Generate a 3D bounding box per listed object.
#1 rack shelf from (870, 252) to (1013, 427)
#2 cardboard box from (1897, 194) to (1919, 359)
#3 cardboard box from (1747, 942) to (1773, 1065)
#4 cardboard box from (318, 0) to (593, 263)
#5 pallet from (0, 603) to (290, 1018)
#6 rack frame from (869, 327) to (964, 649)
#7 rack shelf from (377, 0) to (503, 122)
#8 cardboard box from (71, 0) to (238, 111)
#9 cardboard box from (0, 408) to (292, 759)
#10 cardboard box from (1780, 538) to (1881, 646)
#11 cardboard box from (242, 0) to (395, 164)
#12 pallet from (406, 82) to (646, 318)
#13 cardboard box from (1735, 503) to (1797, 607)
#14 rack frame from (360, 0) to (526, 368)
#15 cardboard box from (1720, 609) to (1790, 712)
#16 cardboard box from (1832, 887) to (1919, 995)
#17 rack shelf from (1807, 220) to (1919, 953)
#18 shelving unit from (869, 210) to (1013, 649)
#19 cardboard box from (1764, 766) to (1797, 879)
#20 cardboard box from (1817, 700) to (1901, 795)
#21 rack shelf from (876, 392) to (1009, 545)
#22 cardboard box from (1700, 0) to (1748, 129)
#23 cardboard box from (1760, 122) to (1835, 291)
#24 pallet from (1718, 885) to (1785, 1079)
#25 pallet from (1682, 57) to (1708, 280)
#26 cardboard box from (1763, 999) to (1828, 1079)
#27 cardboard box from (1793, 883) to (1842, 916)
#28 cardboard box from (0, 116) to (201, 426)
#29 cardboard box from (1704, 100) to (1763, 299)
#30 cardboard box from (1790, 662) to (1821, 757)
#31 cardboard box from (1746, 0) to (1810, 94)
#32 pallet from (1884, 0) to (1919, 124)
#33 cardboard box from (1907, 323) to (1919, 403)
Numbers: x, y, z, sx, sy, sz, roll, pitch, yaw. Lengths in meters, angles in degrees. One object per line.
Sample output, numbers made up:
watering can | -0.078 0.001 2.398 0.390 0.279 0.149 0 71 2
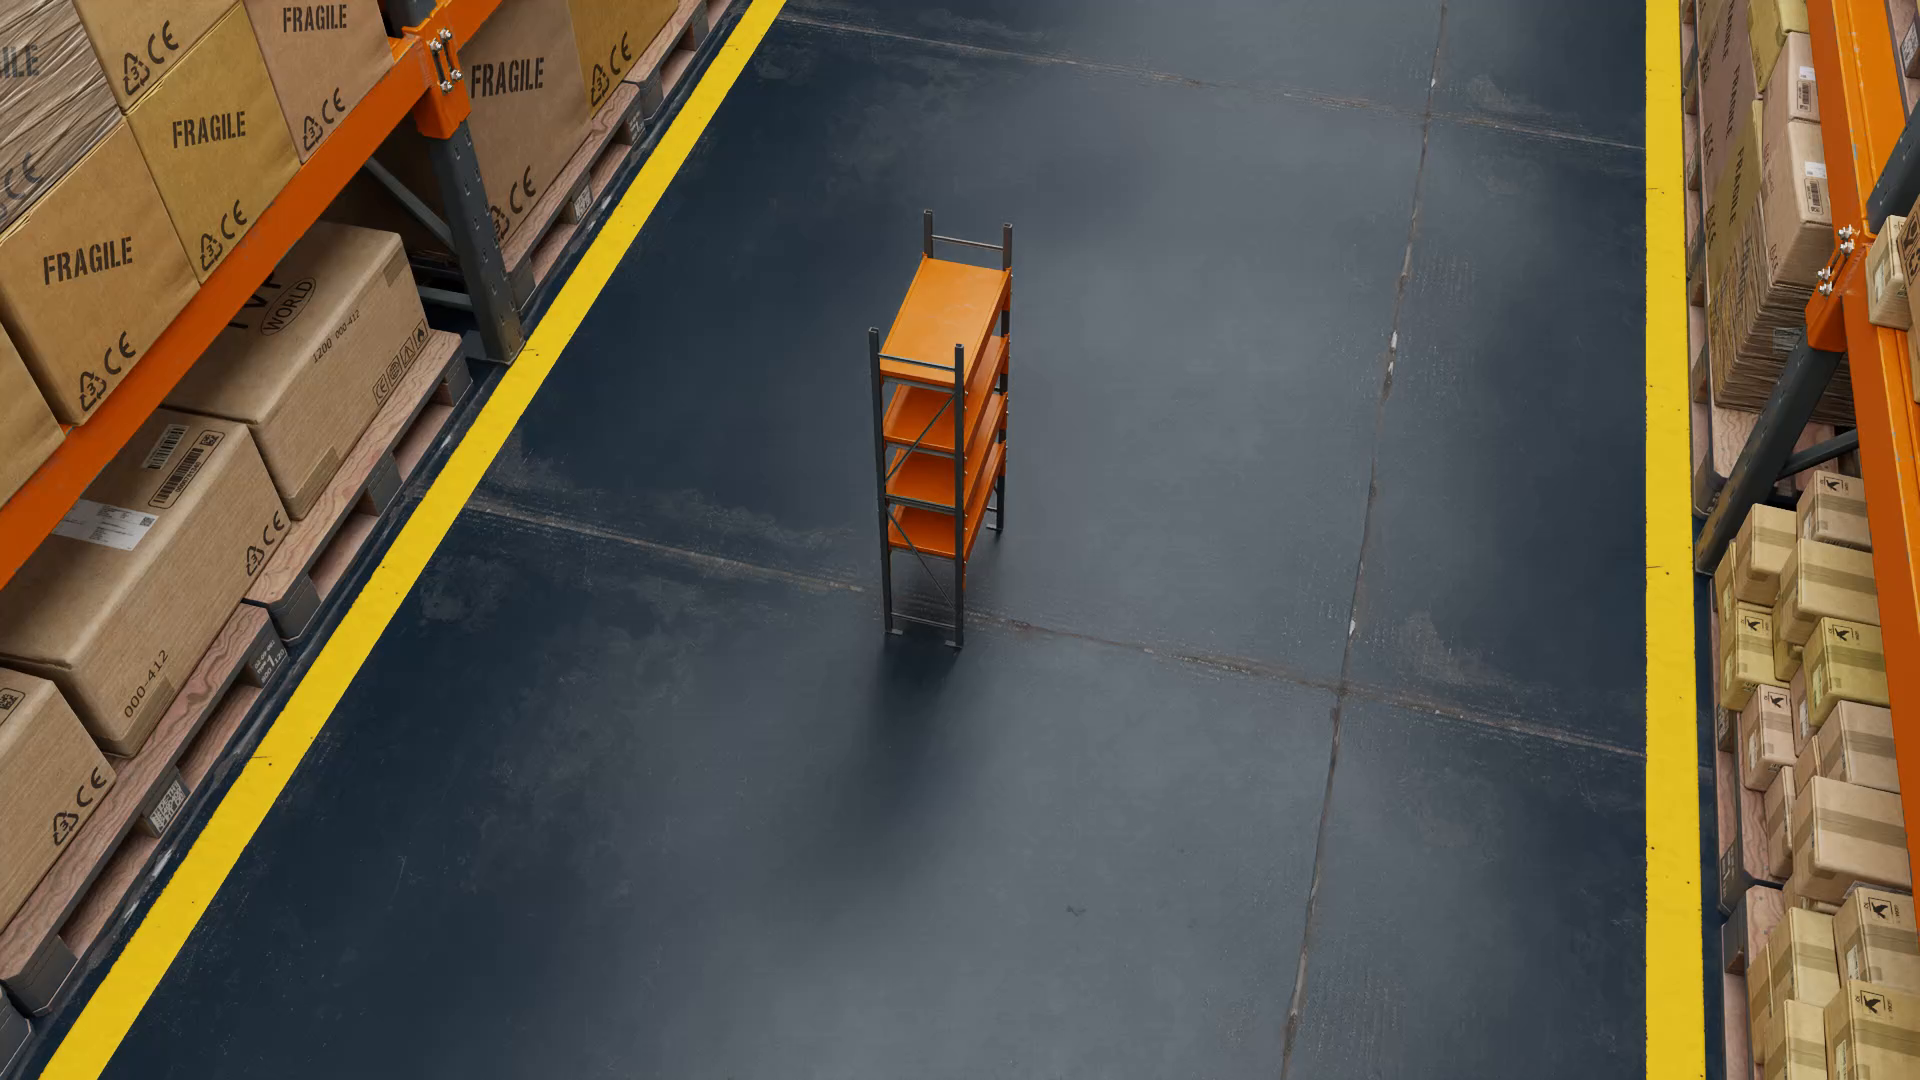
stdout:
rack shelf | -0.044 -0.537 4.400 0.258 0.148 0.480 12 50 10
cardboard box | 2.402 -0.655 3.562 0.500 0.500 0.500 11 49 9
cardboard box | 2.068 1.119 3.883 0.380 0.149 0.250 10 49 9
cardboard box | -1.940 -1.636 5.830 0.875 0.875 0.875 13 50 11
pallet | -2.621 0.607 4.574 1.003 0.211 1.213 12 50 10
rack frame | -0.108 -0.101 4.539 0.240 1.200 0.015 12 50 10
rack shelf | -1.500 -2.944 6.328 1.077 0.370 4.000 12 50 10
cardboard box | -2.026 -1.338 3.697 0.500 0.500 0.500 11 49 9
cardboard box | -2.530 0.054 4.631 0.875 0.438 0.875 10 49 9
cardboard box | 2.356 0.172 4.323 0.380 0.149 0.250 14 50 12
cardboard box | -1.902 -1.383 4.403 0.500 0.500 0.500 12 50 10
pallet | -1.896 -1.386 6.332 1.003 0.211 1.213 12 50 10
cardboard box | 2.372 0.073 4.608 0.380 0.149 0.250 14 50 12
rack frame | -2.026 -1.736 4.781 1.000 3.000 0.127 12 50 10
cardboard box | 2.300 0.365 4.549 0.380 0.149 0.250 13 50 11
cardboard box | 2.152 0.939 3.645 0.380 0.149 0.250 10 49 8
rack shelf | 2.249 0.853 2.976 1.077 0.370 4.000 12 50 10
shelving unit | -0.044 -0.277 4.694 0.258 1.200 0.503 12 50 10
cardboard box | 2.266 0.749 4.210 0.380 0.149 0.250 11 49 9
cardboard box | 2.290 0.557 3.982 0.380 0.149 0.250 10 49 9
rack shelf | -0.044 -0.233 4.745 0.258 0.148 0.480 12 50 10
cardboard box | 3.137 -1.839 6.260 0.500 0.500 0.500 10 49 9
cardboard box | 2.728 -0.980 5.002 0.500 0.250 0.500 10 49 9
pallet | 2.314 1.469 3.813 1.003 0.211 1.213 12 50 10
pallet | 3.298 -1.358 6.308 1.003 0.211 1.213 12 50 10
cardboard box | 1.977 1.190 3.622 0.380 0.149 0.250 12 50 10
cardboard box | 2.193 0.846 3.925 0.380 0.149 0.250 14 50 12
cardboard box | -2.150 -0.643 3.750 0.500 0.500 0.500 11 49 9
cardboard box | 2.863 -1.100 5.607 0.500 0.500 0.500 11 49 9
cardboard box | 2.362 0.457 4.269 0.380 0.149 0.250 11 50 10
cardboard box | 3.001 -1.735 5.667 0.500 0.250 0.500 10 49 8
pallet | 3.117 -1.292 4.518 1.003 0.211 1.213 12 50 10
cardboard box | 2.389 -0.407 3.776 0.380 0.149 0.250 13 50 11
